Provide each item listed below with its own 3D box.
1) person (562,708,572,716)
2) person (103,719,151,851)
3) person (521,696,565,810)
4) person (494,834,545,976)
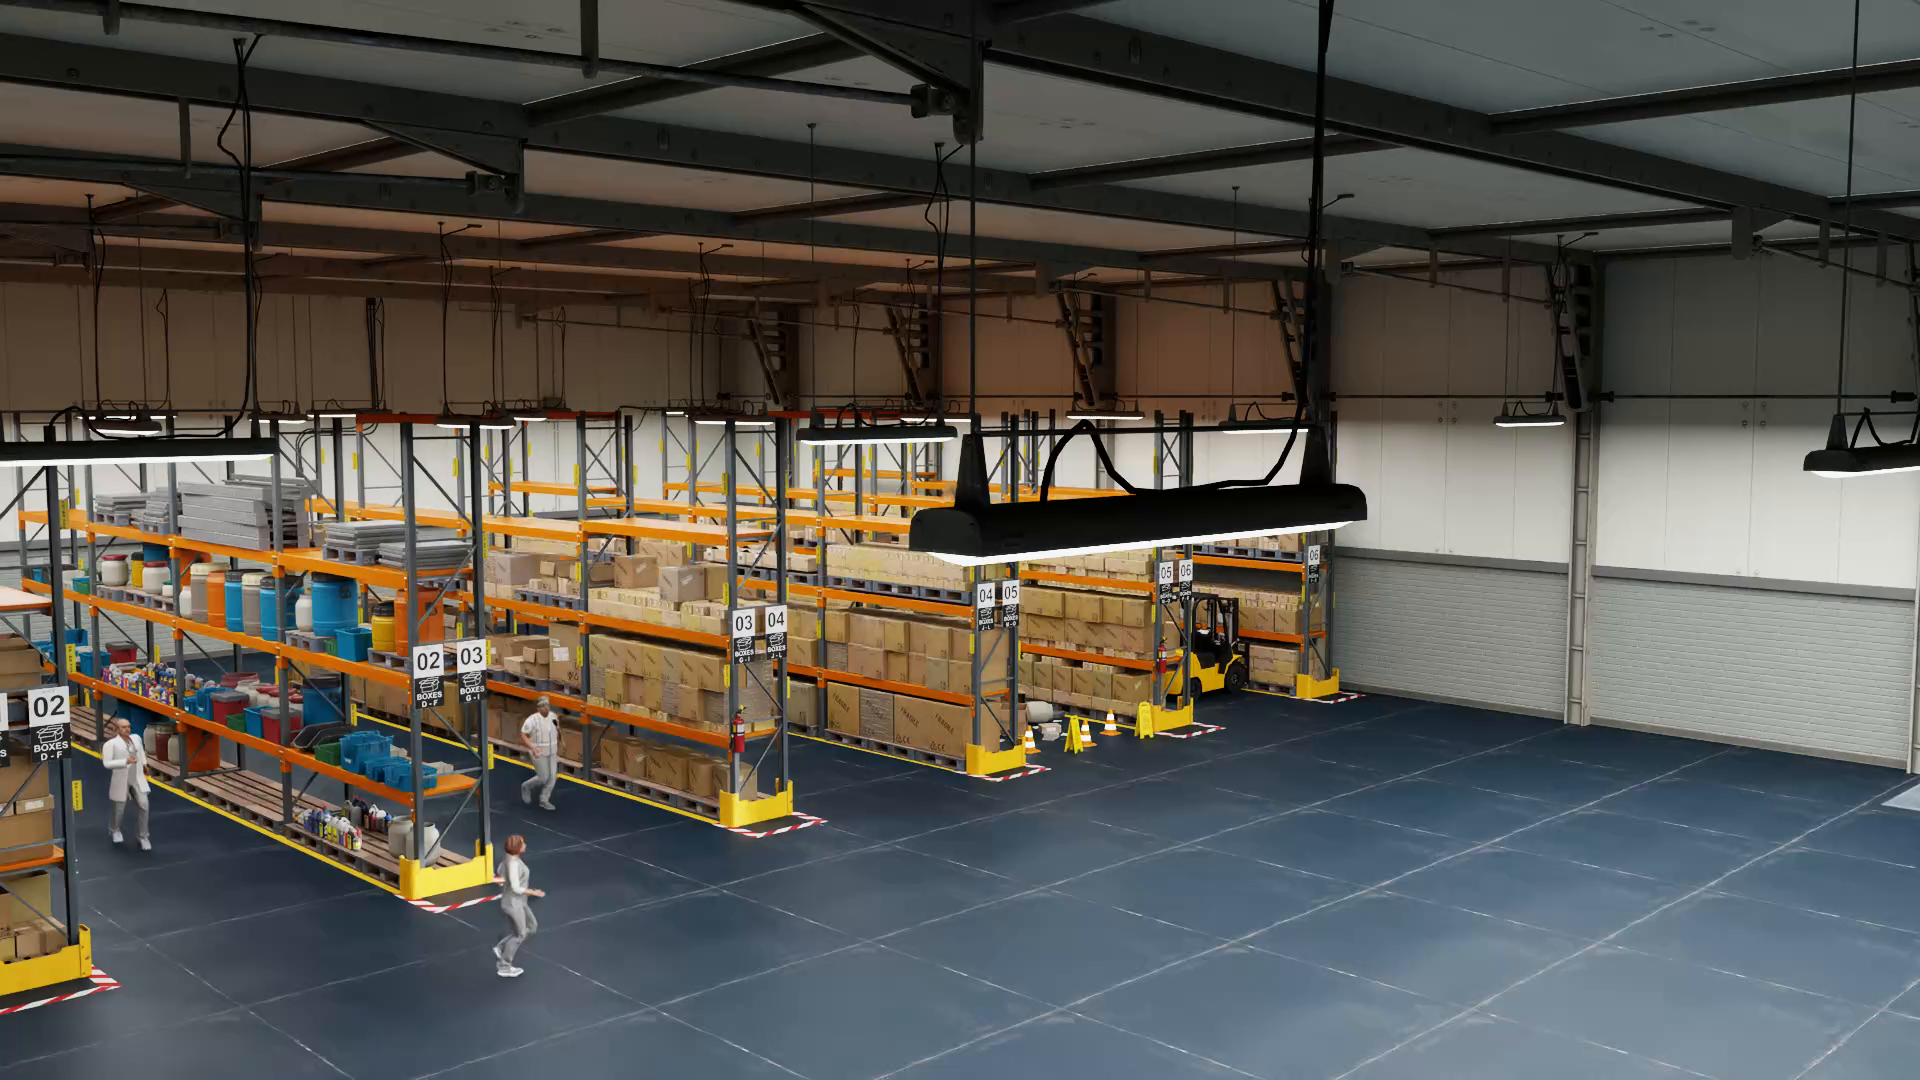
[{"bbox_3d":[-7.289,2.736,31.819,0.733,1.694,0.661,4,6,37],"label":"person"},{"bbox_3d":[-11.686,3.417,23.311,0.866,1.846,0.677,4,7,40],"label":"person"},{"bbox_3d":[-6.393,3.250,25.550,0.647,1.758,0.653,4,7,40],"label":"person"},{"bbox_3d":[-4.816,3.970,18.158,0.553,1.553,0.581,-1,5,-16],"label":"person"}]
